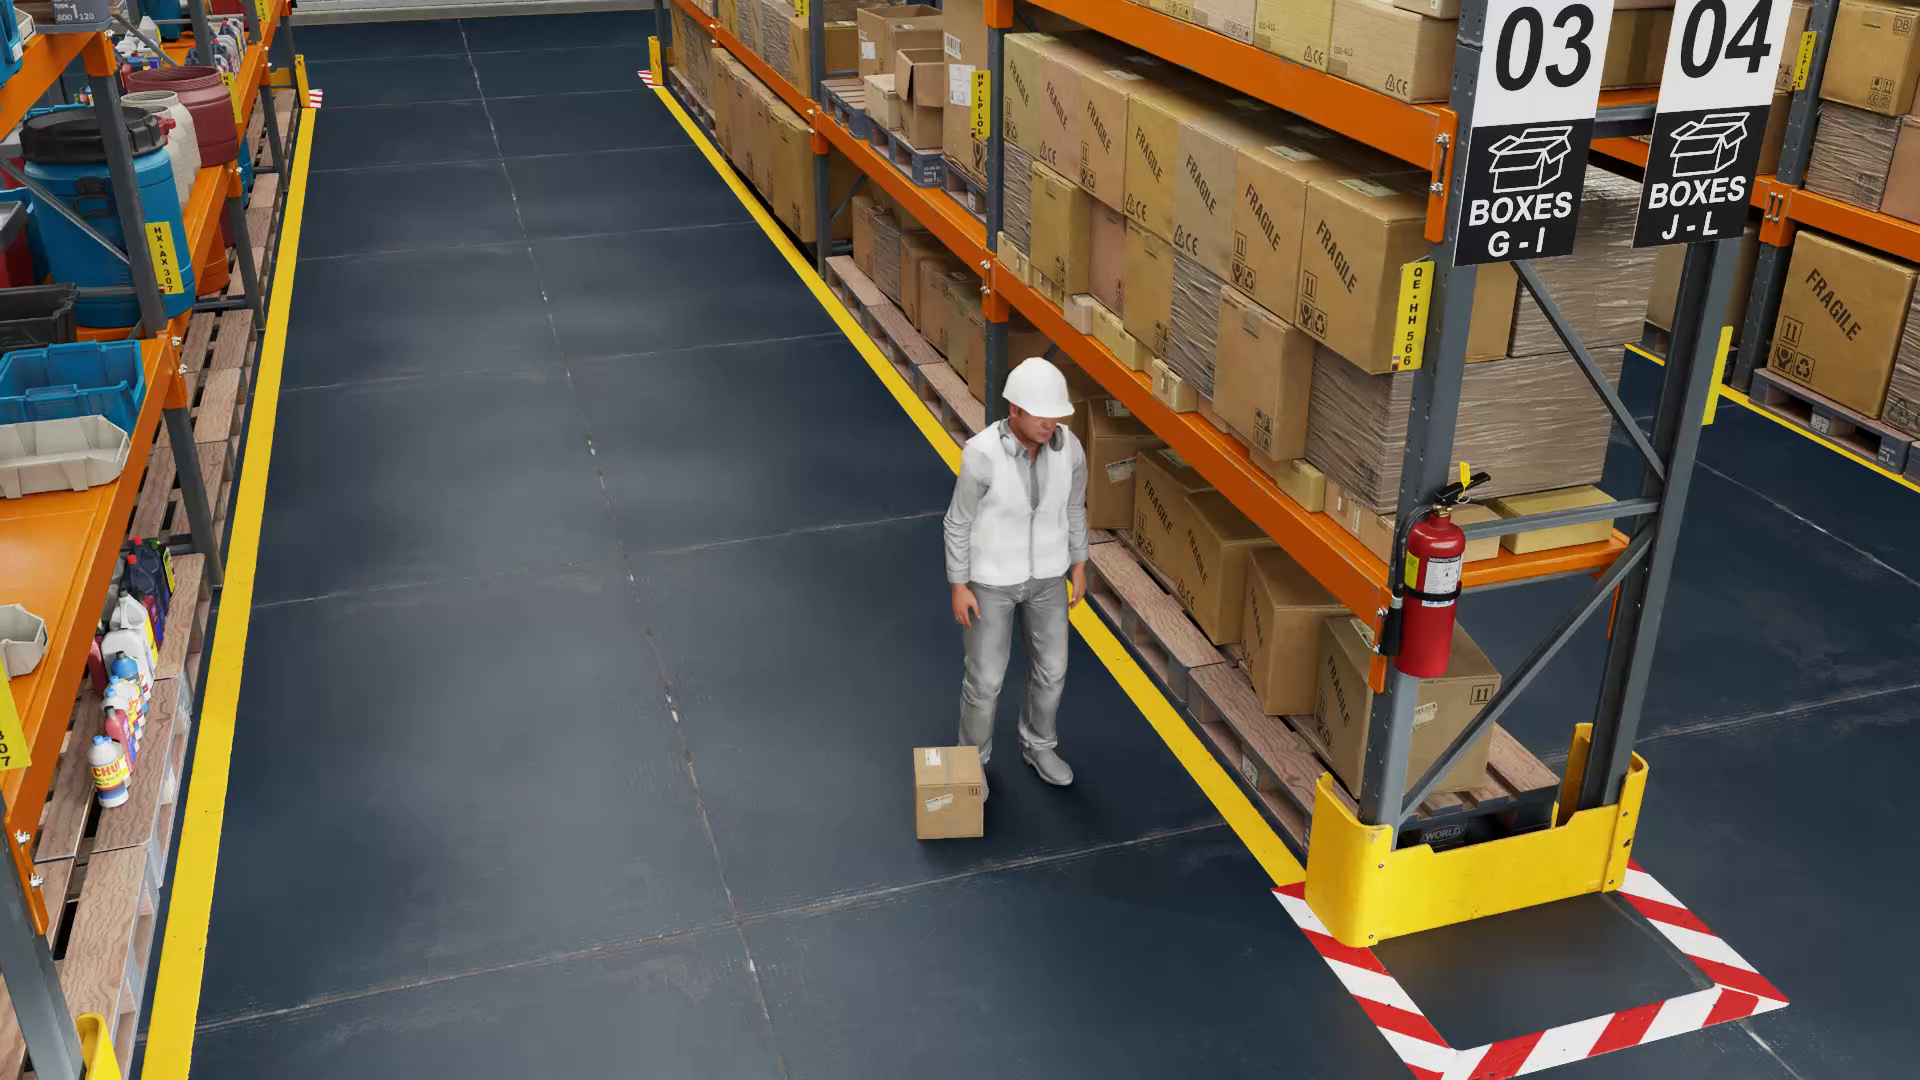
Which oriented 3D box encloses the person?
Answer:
[{"bbox_3d":[0.224,0.139,6.303,0.582,1.769,0.468,-10,28,-20],"label":"person"}]
